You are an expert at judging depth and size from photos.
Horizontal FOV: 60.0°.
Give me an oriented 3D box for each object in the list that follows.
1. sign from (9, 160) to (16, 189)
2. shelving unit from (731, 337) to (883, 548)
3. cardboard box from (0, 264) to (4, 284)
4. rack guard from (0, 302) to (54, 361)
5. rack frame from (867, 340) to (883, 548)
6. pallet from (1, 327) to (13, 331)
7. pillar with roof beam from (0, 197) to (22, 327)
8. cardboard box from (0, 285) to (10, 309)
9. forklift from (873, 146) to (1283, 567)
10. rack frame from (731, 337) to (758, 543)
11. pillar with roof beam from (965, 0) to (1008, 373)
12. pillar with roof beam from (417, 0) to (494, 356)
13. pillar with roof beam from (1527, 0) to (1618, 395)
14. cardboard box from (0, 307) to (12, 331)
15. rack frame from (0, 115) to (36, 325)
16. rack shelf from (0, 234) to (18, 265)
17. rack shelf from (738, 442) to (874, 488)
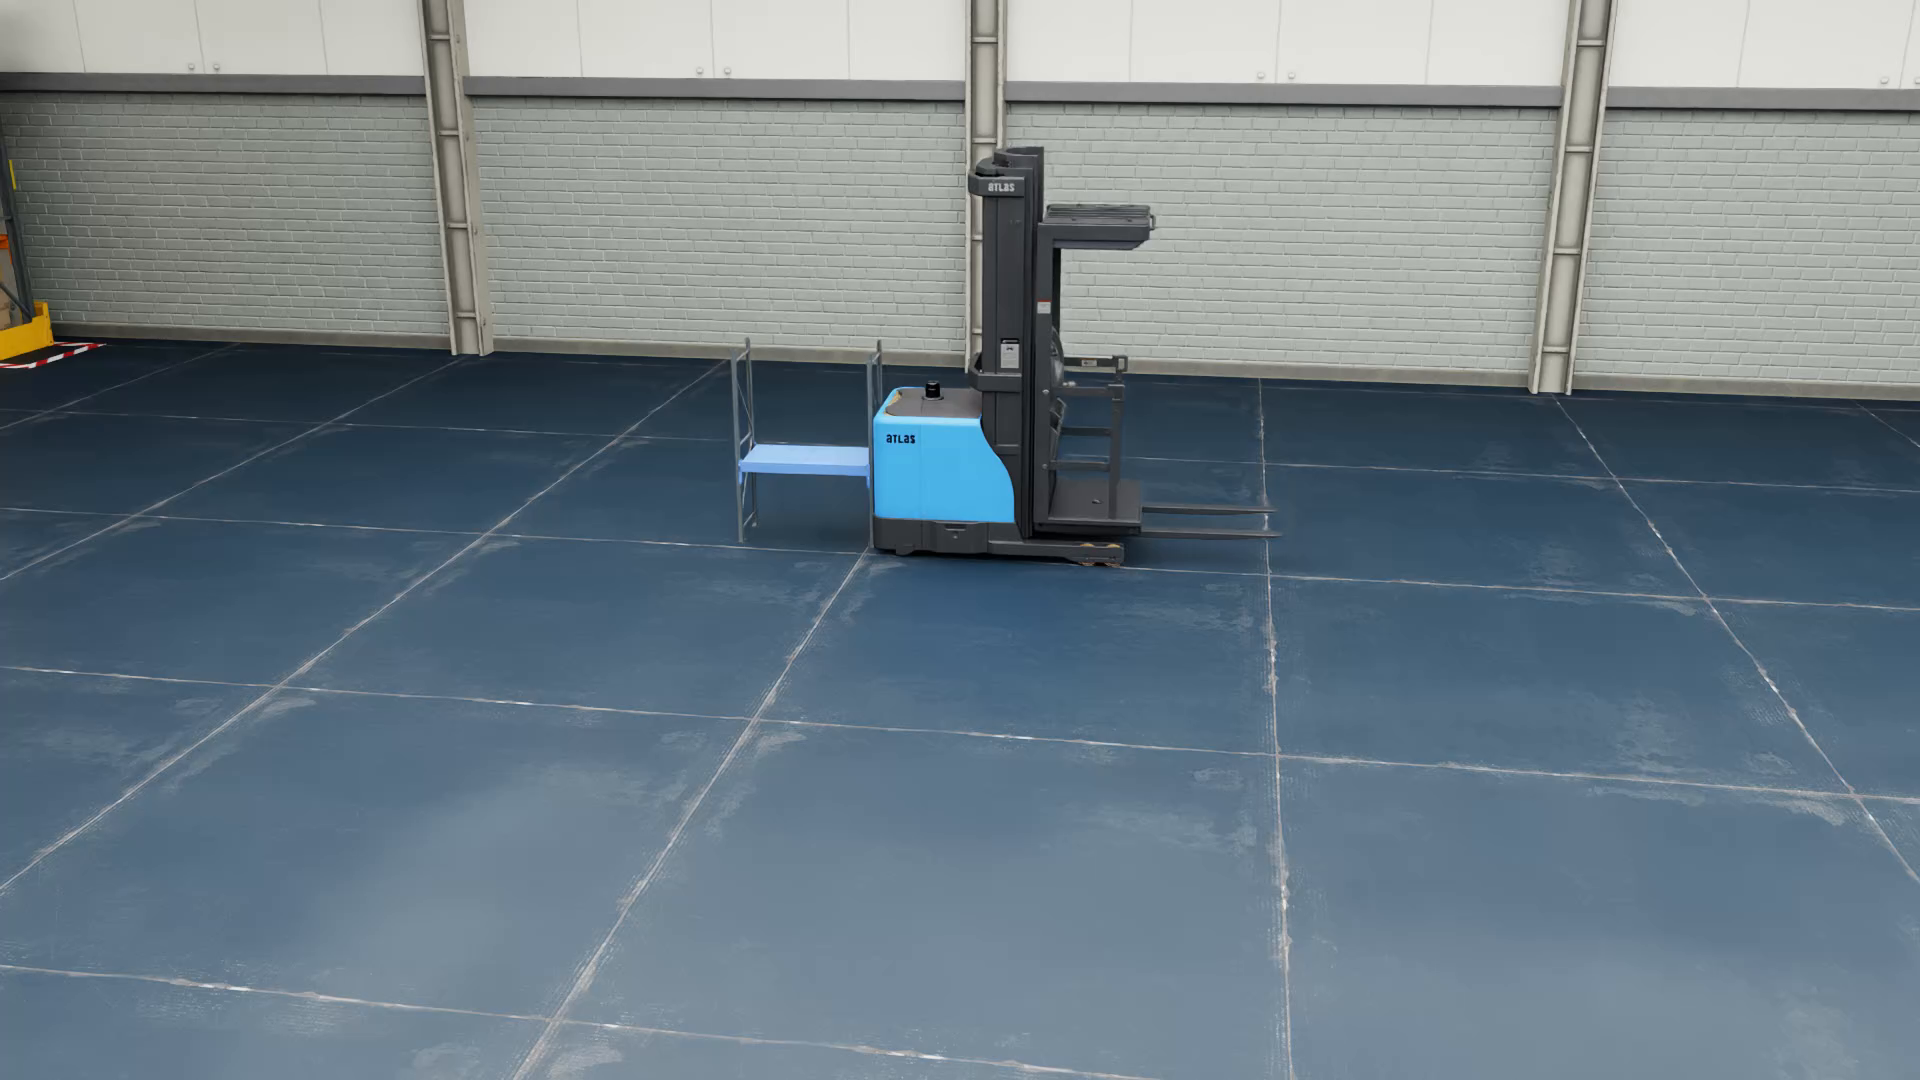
[{"bbox_3d":[-10.935,-4.204,19.152,0.005,0.325,0.100,3,19,9],"label":"sign"},{"bbox_3d":[-1.143,-0.746,12.670,1.048,1.500,0.538,2,19,6],"label":"shelving unit"},{"bbox_3d":[-11.474,-3.035,19.244,0.500,0.250,0.500,3,19,8],"label":"cardboard box"},{"bbox_3d":[-11.005,-2.396,19.176,0.348,0.500,1.175,3,19,9],"label":"rack guard"},{"bbox_3d":[-0.638,-0.728,12.615,0.032,1.500,0.500,2,19,6],"label":"rack frame"},{"bbox_3d":[-11.791,-2.286,19.301,1.213,0.211,1.003,3,19,9],"label":"pallet"},{"bbox_3d":[-12.257,-5.396,14.749,0.400,9.000,9.100,3,19,9],"label":"pillar with roof beam"},{"bbox_3d":[-11.460,-2.804,19.339,0.500,0.250,0.500,3,19,10],"label":"cardboard box"},{"bbox_3d":[0.904,-1.369,12.276,3.031,2.935,1.130,2,19,6],"label":"forklift"},{"bbox_3d":[-1.648,-0.765,12.725,0.032,1.500,0.500,2,19,6],"label":"rack frame"},{"bbox_3d":[-0.408,-4.792,12.944,0.400,9.000,9.100,3,19,9],"label":"pillar with roof beam"},{"bbox_3d":[-6.332,-5.094,13.847,0.400,9.000,9.100,3,19,9],"label":"pillar with roof beam"},{"bbox_3d":[5.516,-4.490,12.042,0.400,9.000,9.100,3,19,9],"label":"pillar with roof beam"},{"bbox_3d":[-11.483,-2.564,19.410,0.500,0.250,0.500,3,19,9],"label":"cardboard box"},{"bbox_3d":[-11.029,-3.583,18.783,0.127,3.000,1.000,3,19,9],"label":"rack frame"},{"bbox_3d":[-13.004,-3.342,19.198,4.000,0.370,1.077,3,19,9],"label":"rack shelf"},{"bbox_3d":[-1.143,-0.576,12.727,1.000,0.185,0.538,2,19,6],"label":"rack shelf"}]
